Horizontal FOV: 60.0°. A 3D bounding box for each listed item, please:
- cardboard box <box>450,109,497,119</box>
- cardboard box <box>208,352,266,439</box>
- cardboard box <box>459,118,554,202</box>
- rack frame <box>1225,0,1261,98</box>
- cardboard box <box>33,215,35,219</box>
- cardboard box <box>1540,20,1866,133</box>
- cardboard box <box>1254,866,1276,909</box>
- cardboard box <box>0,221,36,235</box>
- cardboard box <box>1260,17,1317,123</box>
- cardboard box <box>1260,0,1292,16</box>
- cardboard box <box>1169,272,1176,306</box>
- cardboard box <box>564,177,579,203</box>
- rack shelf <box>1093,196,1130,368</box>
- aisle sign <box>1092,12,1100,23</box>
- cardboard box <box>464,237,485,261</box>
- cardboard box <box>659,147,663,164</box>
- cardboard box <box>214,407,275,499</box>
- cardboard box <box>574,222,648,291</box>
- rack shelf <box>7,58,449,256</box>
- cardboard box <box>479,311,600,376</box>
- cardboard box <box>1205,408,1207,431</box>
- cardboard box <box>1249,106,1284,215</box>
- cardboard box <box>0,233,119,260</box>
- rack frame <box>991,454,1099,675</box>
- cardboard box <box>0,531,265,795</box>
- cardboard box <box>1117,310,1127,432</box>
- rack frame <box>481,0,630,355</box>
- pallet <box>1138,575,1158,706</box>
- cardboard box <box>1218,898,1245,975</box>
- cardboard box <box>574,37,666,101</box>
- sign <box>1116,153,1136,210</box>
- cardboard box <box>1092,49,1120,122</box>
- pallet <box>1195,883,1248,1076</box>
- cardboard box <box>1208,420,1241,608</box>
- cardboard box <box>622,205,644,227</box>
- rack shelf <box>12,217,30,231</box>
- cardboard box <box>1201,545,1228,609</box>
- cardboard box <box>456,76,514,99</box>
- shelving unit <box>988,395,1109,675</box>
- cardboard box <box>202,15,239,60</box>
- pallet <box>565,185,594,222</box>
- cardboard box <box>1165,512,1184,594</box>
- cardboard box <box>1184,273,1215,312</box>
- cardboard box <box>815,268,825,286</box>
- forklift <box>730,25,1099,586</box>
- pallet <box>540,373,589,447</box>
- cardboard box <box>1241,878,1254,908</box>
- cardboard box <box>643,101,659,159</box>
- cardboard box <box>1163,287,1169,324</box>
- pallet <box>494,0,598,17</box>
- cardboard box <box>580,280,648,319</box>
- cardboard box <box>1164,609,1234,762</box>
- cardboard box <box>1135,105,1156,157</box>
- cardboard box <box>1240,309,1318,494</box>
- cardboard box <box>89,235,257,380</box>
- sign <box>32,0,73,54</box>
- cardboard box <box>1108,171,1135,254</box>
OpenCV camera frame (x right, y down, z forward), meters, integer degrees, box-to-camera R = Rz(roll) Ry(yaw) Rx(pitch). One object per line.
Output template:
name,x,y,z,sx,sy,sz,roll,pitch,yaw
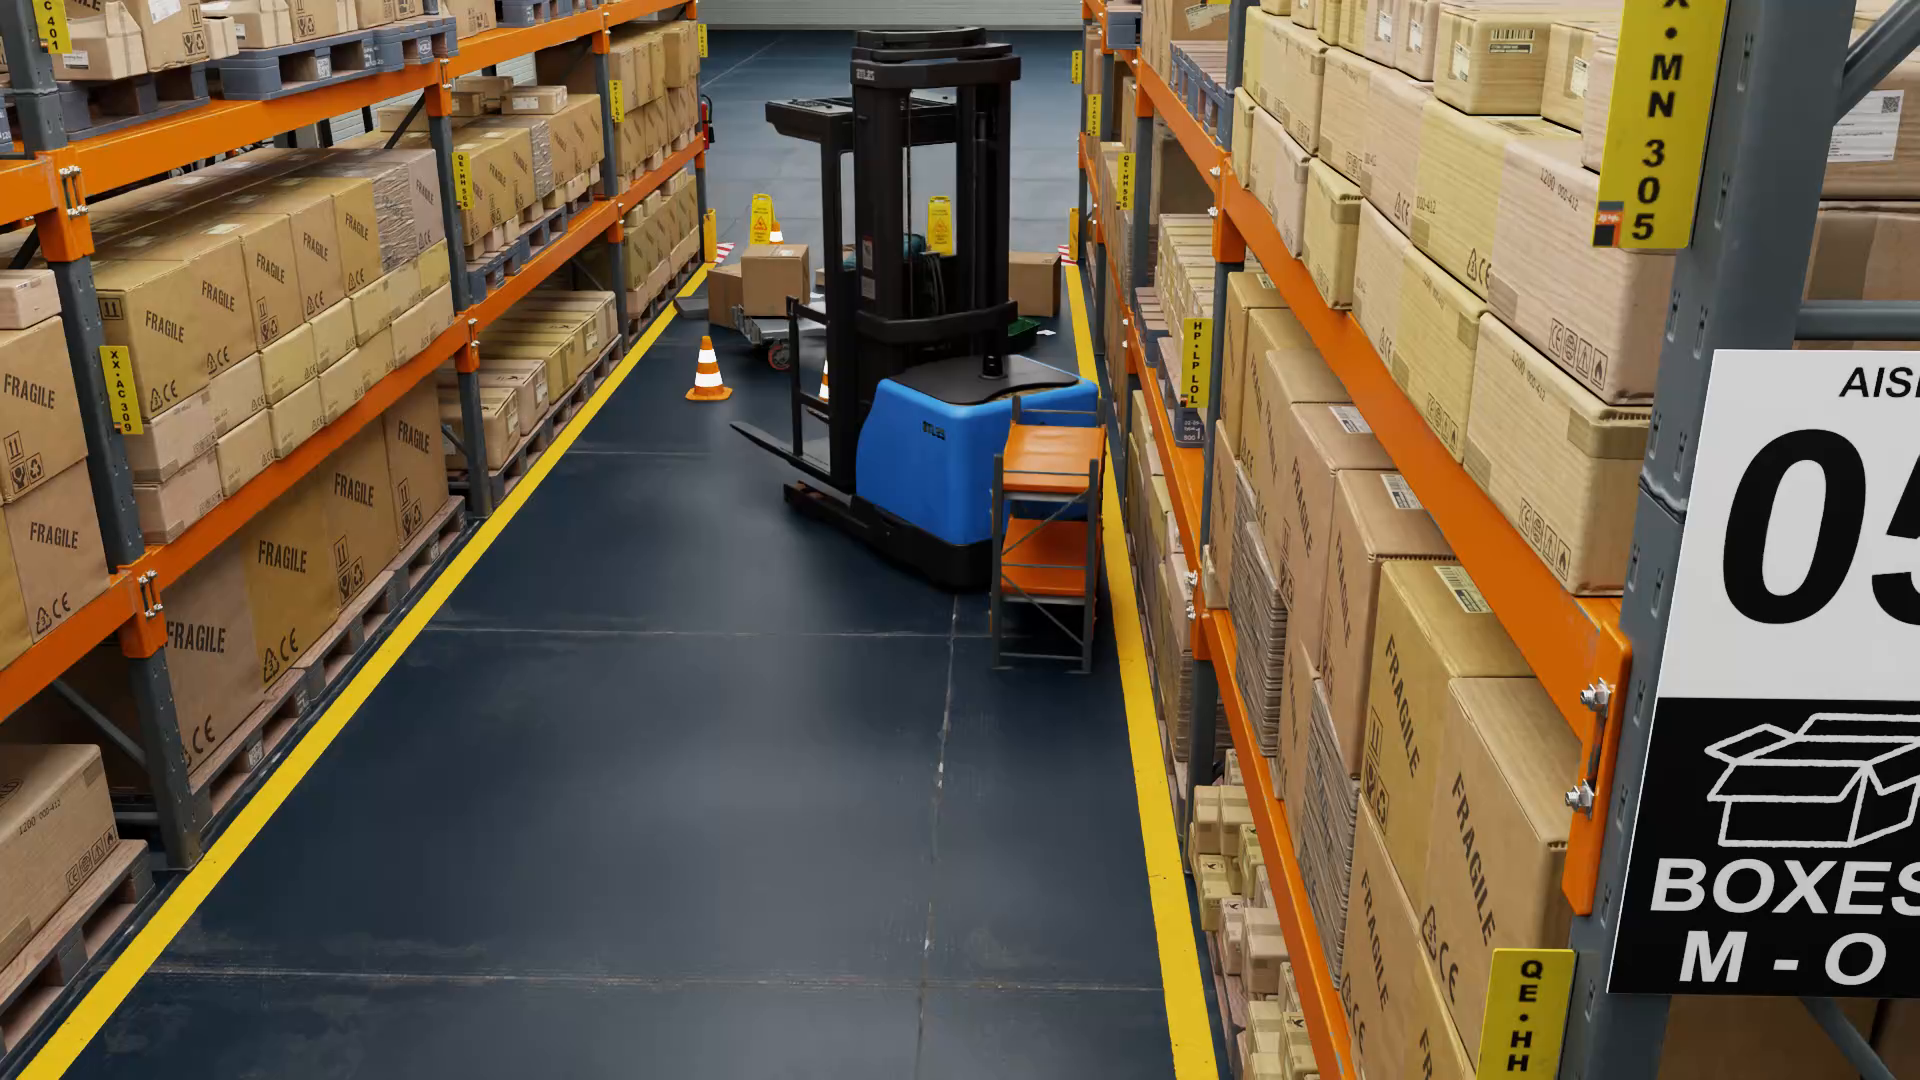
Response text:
cardboard box,-3.659,-2.848,12.092,0.500,0.500,0.500,1,21,1
cardboard box,-3.275,-0.608,6.966,0.500,0.250,0.500,1,21,2
cardboard box,-3.150,-2.649,11.579,0.500,0.500,0.500,0,21,0
rack frame,1.393,-2.879,5.009,1.000,3.000,0.127,1,21,2
cardboard box,-8.454,-2.789,14.910,0.500,0.250,0.500,0,21,1
cardboard box,1.100,-0.688,2.473,0.380,0.149,0.250,0,21,0
cardboard box,1.164,1.181,5.376,0.380,0.149,0.250,0,21,0
cardboard box,-7.948,-2.597,14.415,0.500,0.250,0.500,0,21,1
cardboard box,1.118,-1.292,4.582,0.500,0.250,0.500,1,21,1
cardboard box,1.100,-1.629,4.899,0.380,0.149,0.250,0,21,-1
cardboard box,1.281,-1.288,8.556,0.380,0.149,0.250,1,21,2
cardboard box,-3.056,-2.601,12.354,0.380,0.149,0.250,1,21,2
rack shelf,1.575,-1.916,11.816,1.077,0.370,4.000,1,21,2
aisle sign,1.460,-5.662,16.881,0.394,0.787,0.004,1,21,2
cardboard box,-3.198,-1.842,10.397,0.380,0.149,0.250,-1,21,-2
cardboard box,-2.956,-3.540,15.353,0.380,0.149,0.250,1,21,1
cardboard box,-3.266,-0.374,7.052,0.500,0.250,0.500,0,21,0
cardboard box,-3.027,-2.467,14.423,0.500,0.500,0.500,2,21,4
rack shelf,-3.497,-1.886,7.592,1.077,0.370,4.000,1,21,2
cardboard box,-3.347,-1.514,12.836,0.950,0.372,0.625,2,21,5
cardboard box,1.224,-0.491,6.914,0.380,0.149,0.250,1,21,1
cardboard box,1.109,-1.065,4.688,0.500,0.250,0.500,0,21,1
cardboard box,-3.787,-0.964,6.847,0.500,0.500,0.500,1,21,3
rack frame,0.408,0.131,8.131,0.500,1.125,0.032,3,21,6
cardboard box,-3.619,0.470,7.029,0.875,0.875,0.875,1,21,3
cardboard box,1.646,-1.211,11.532,1.050,0.750,0.750,1,21,2
rack frame,-3.315,-2.993,13.595,1.000,3.000,0.127,1,21,2
pallet,1.449,0.494,8.464,1.003,0.211,1.213,1,21,2
cardboard box,1.097,1.366,5.723,0.380,0.149,0.250,1,21,1
cardboard box,-3.005,-4.167,14.689,0.700,0.500,0.500,0,21,0
sign,0.960,-2.073,9.625,0.100,0.325,0.005,1,21,2
cardboard box,1.582,-3.881,14.185,0.875,0.550,0.550,1,21,2
pallet,1.408,1.461,5.972,1.003,0.211,1.213,1,21,2
cardboard box,1.126,-0.091,5.568,0.500,0.500,0.500,0,21,1
cardboard box,-2.963,-2.814,14.421,0.380,0.149,0.250,1,21,2
rack shelf,-8.337,-1.987,11.999,1.077,0.370,4.000,1,21,2
cardboard box,1.057,0.134,5.885,0.380,0.149,0.250,1,21,4
cardboard box,-3.682,-3.510,12.902,0.380,0.149,0.250,1,21,1
shelving unit,0.467,-0.052,8.602,0.538,1.125,1.048,3,21,6
cardboard box,-3.170,-2.039,6.733,0.380,0.166,0.250,-1,21,-2
pallet,-3.483,-2.629,12.922,1.003,0.211,1.213,1,21,2
cardboard box,1.192,0.080,7.515,0.500,0.250,0.500,2,21,4
cardboard box,1.257,-1.154,7.801,0.380,0.149,0.250,0,21,1
cardboard box,-1.214,-2.614,16.560,0.380,0.149,0.250,13,25,29
forklift,-0.455,-1.589,10.072,1.130,2.935,3.031,-14,25,-32
pallet,-3.371,-0.969,12.234,1.003,0.211,1.213,1,21,2
cardboard box,1.173,1.221,5.685,0.380,0.149,0.250,1,21,1
cardboard box,-3.002,-3.697,14.861,0.500,0.500,0.500,0,21,1
cardboard box,1.283,-1.253,8.879,0.380,0.149,0.250,2,21,4
pallet,-3.440,-4.082,12.514,1.213,0.211,1.003,1,21,2
cardboard box,-3.027,-2.117,14.559,0.500,0.250,0.500,0,21,-1
cardboard box,1.164,0.617,7.167,0.500,0.500,0.500,0,21,1
cardboard box,1.581,-2.757,11.467,0.700,0.500,0.500,0,21,1
cardboard box,1.135,-0.386,4.945,0.500,0.500,0.500,0,21,0
cardboard box,-3.269,-0.953,6.818,0.500,0.500,0.500,1,21,1
sign,-3.003,-1.771,5.476,0.100,0.325,0.005,1,21,2
cardboard box,1.303,-2.287,11.639,0.500,0.500,0.500,1,21,2
